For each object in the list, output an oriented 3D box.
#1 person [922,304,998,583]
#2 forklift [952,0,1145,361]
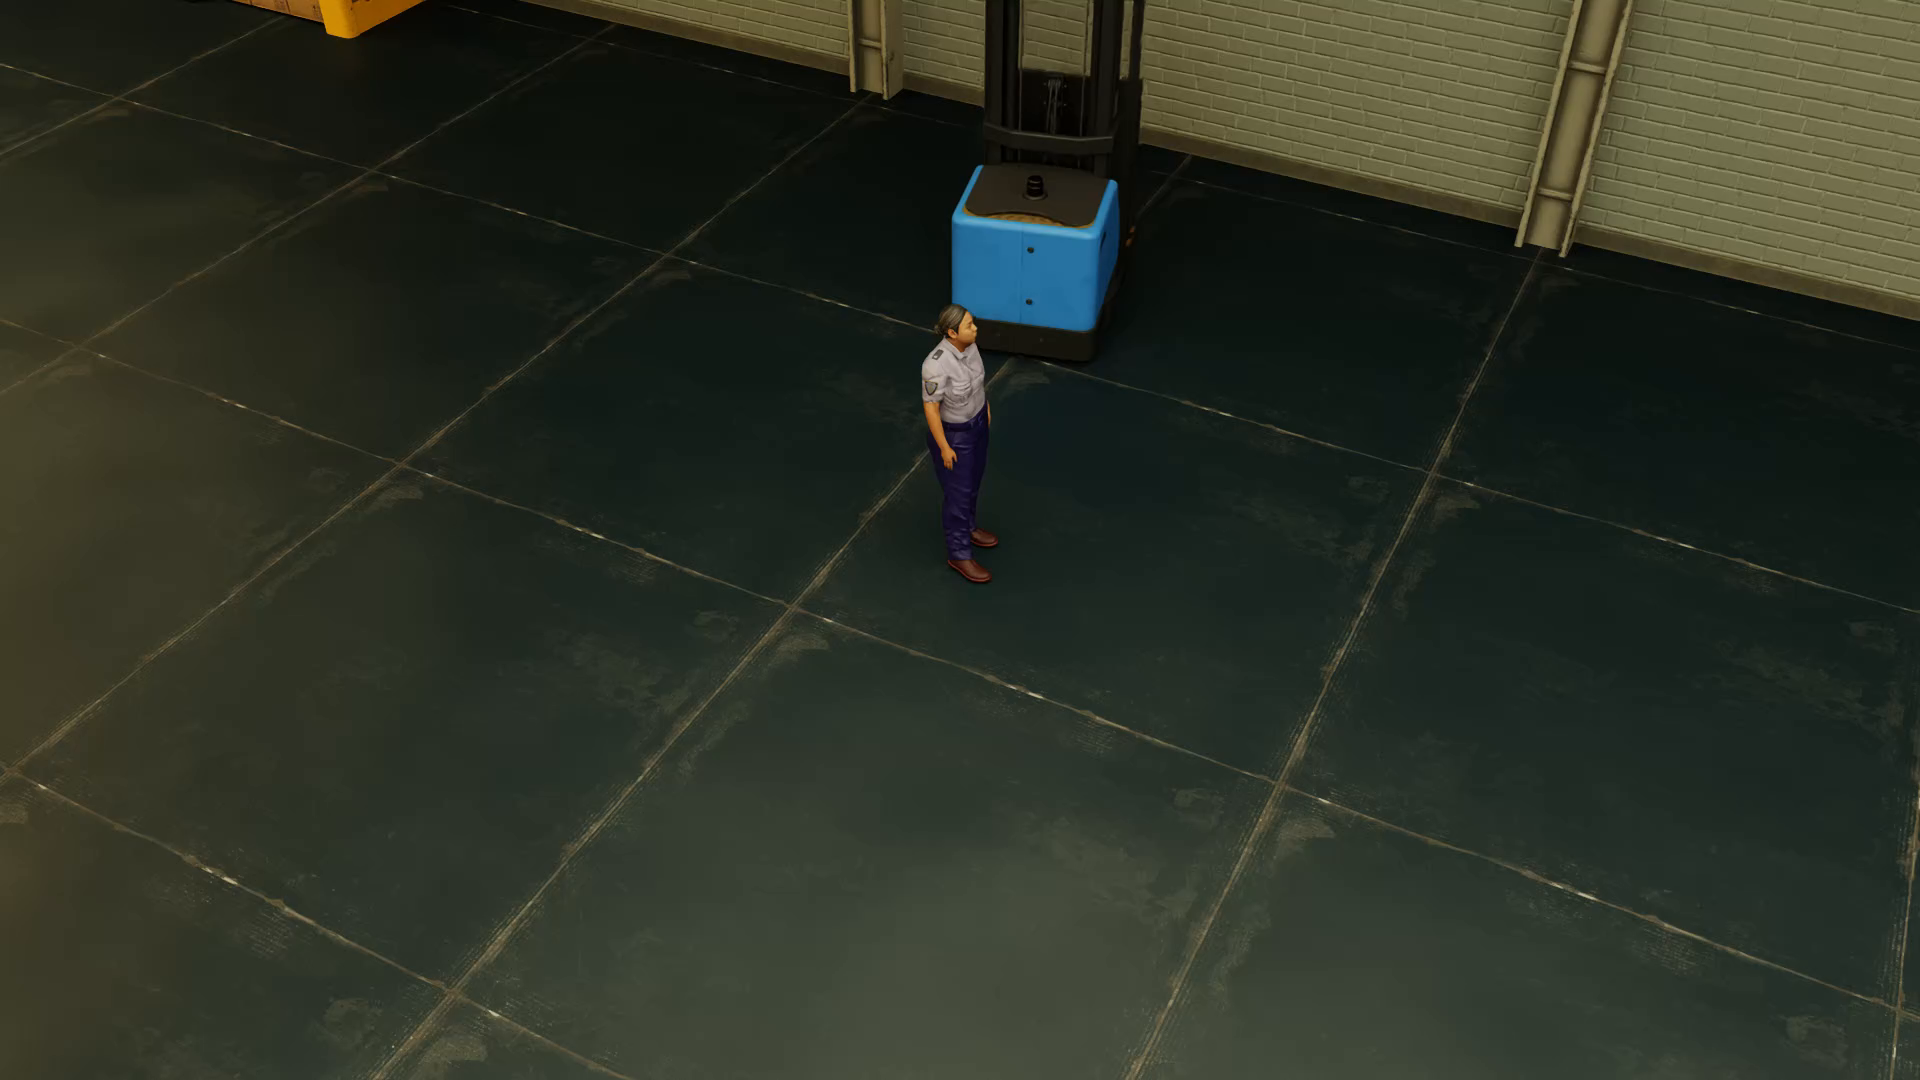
[{"bbox_3d":[0.069,-0.597,9.679,0.503,1.651,0.598,18,43,21],"label":"person"},{"bbox_3d":[0.773,-3.329,11.939,1.130,2.935,3.031,9,41,10],"label":"forklift"}]
